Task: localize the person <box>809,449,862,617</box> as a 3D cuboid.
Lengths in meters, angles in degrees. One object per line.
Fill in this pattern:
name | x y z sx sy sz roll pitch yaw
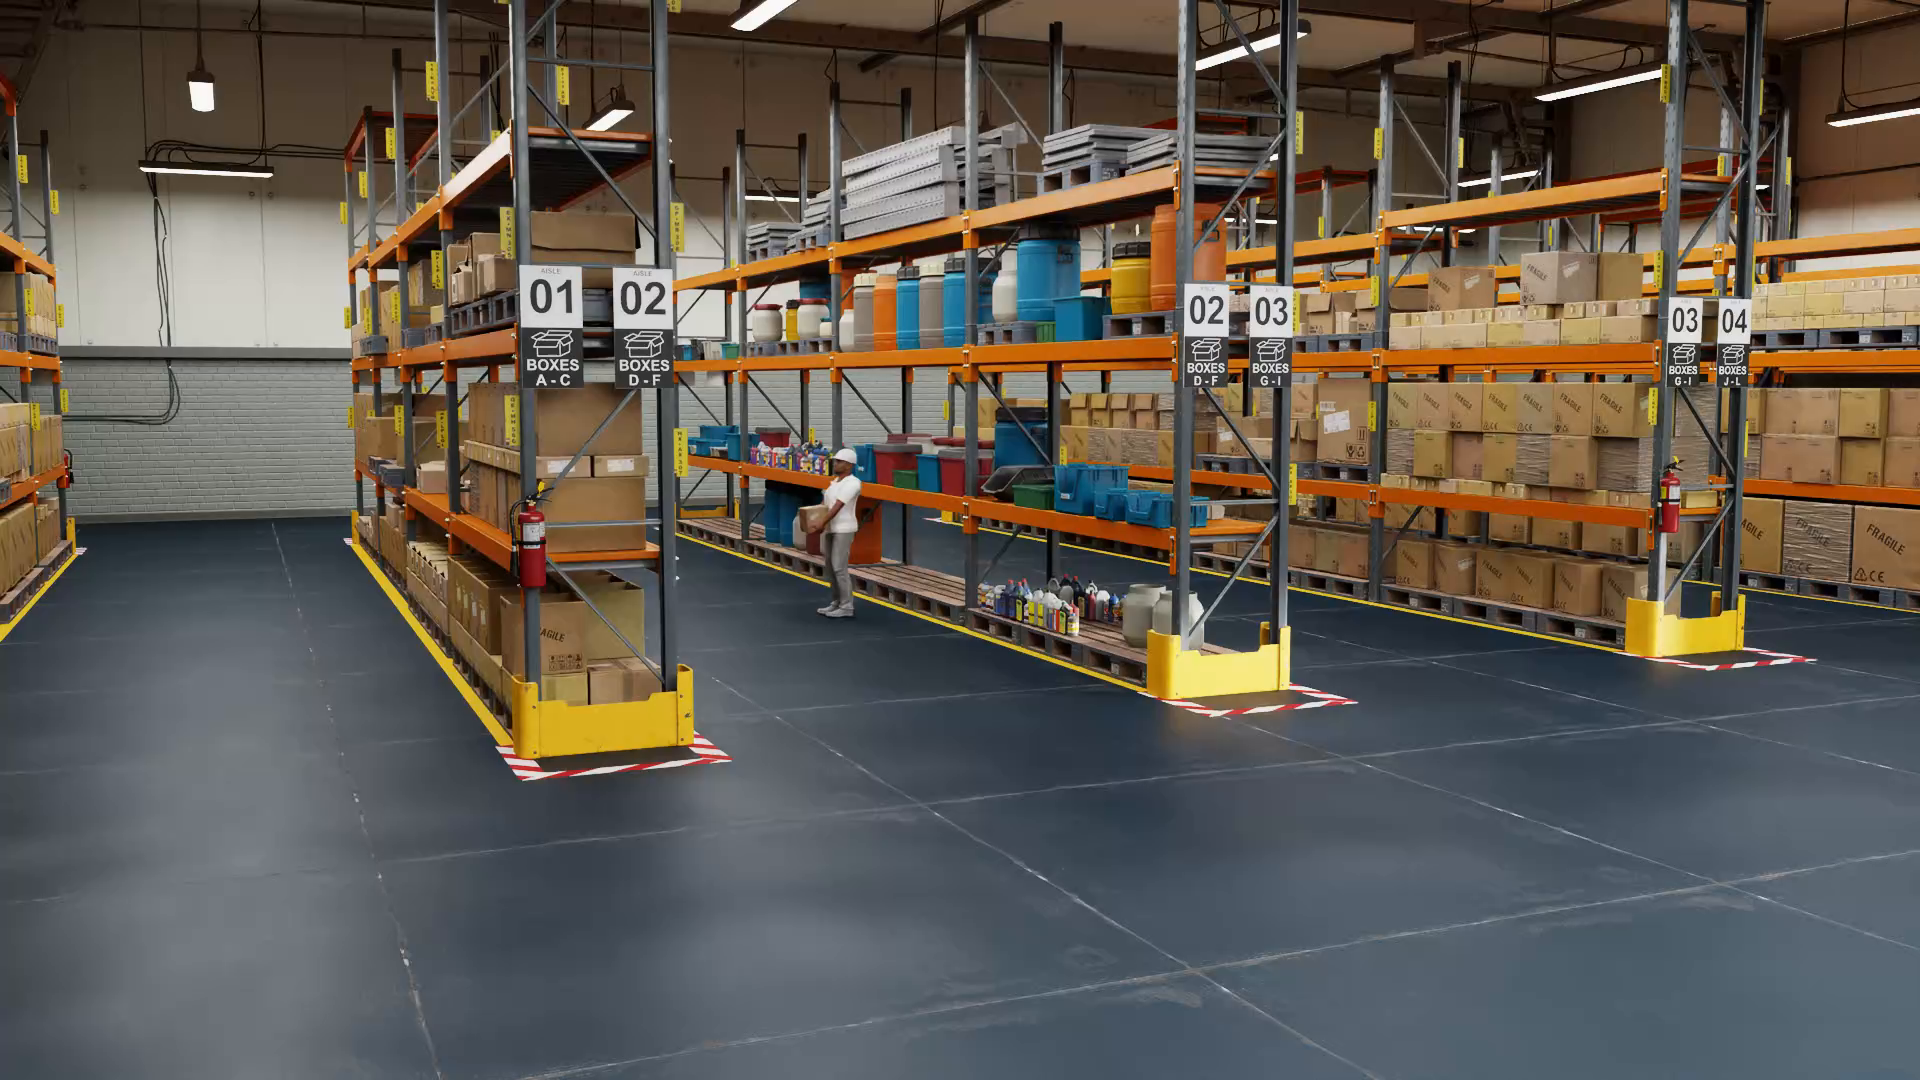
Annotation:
person | -1.348 -0.074 17.459 0.586 1.762 0.502 -2 6 -24
